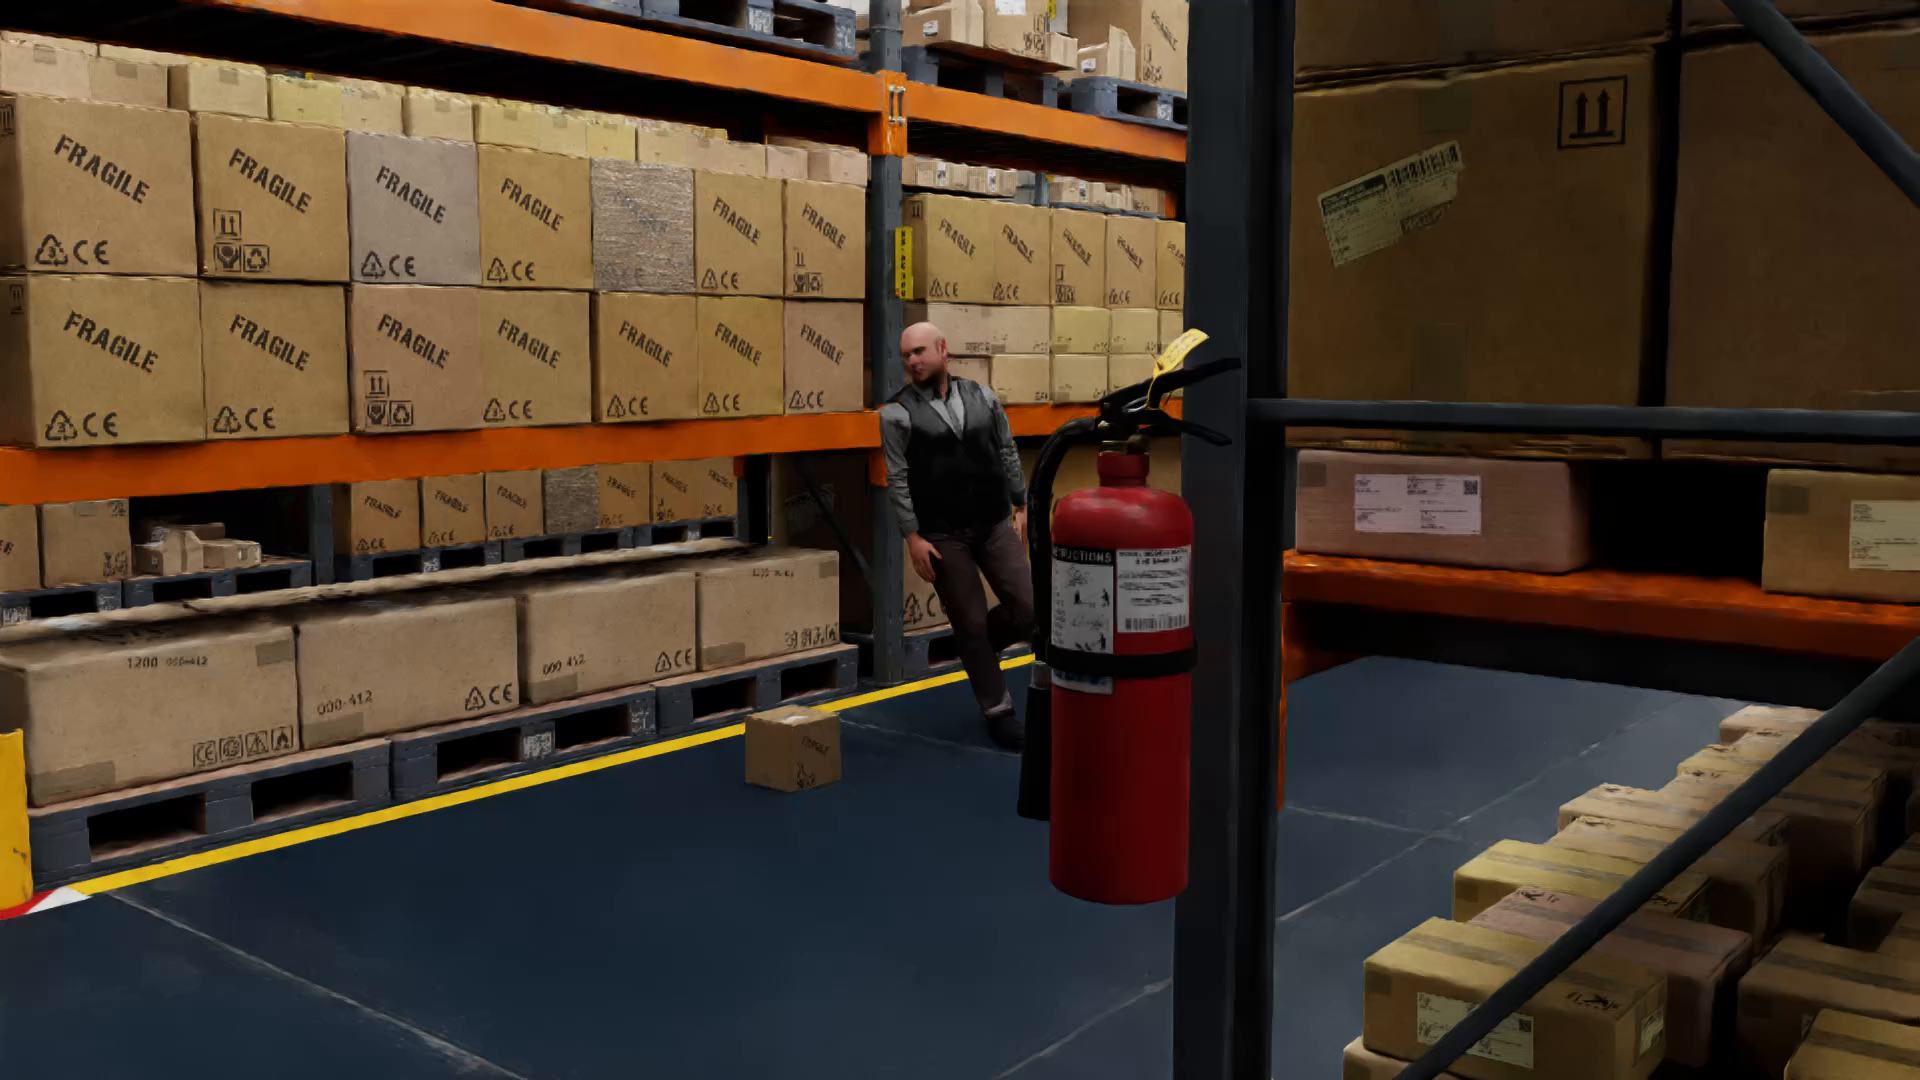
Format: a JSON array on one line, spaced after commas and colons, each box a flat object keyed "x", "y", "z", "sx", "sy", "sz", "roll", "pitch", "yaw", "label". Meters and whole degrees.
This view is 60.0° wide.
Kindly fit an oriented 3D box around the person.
[{"x": 0.006, "y": -0.026, "z": 6.686, "sx": 0.645, "sy": 1.688, "sz": 0.600, "roll": -3, "pitch": 7, "yaw": -28, "label": "person"}]
